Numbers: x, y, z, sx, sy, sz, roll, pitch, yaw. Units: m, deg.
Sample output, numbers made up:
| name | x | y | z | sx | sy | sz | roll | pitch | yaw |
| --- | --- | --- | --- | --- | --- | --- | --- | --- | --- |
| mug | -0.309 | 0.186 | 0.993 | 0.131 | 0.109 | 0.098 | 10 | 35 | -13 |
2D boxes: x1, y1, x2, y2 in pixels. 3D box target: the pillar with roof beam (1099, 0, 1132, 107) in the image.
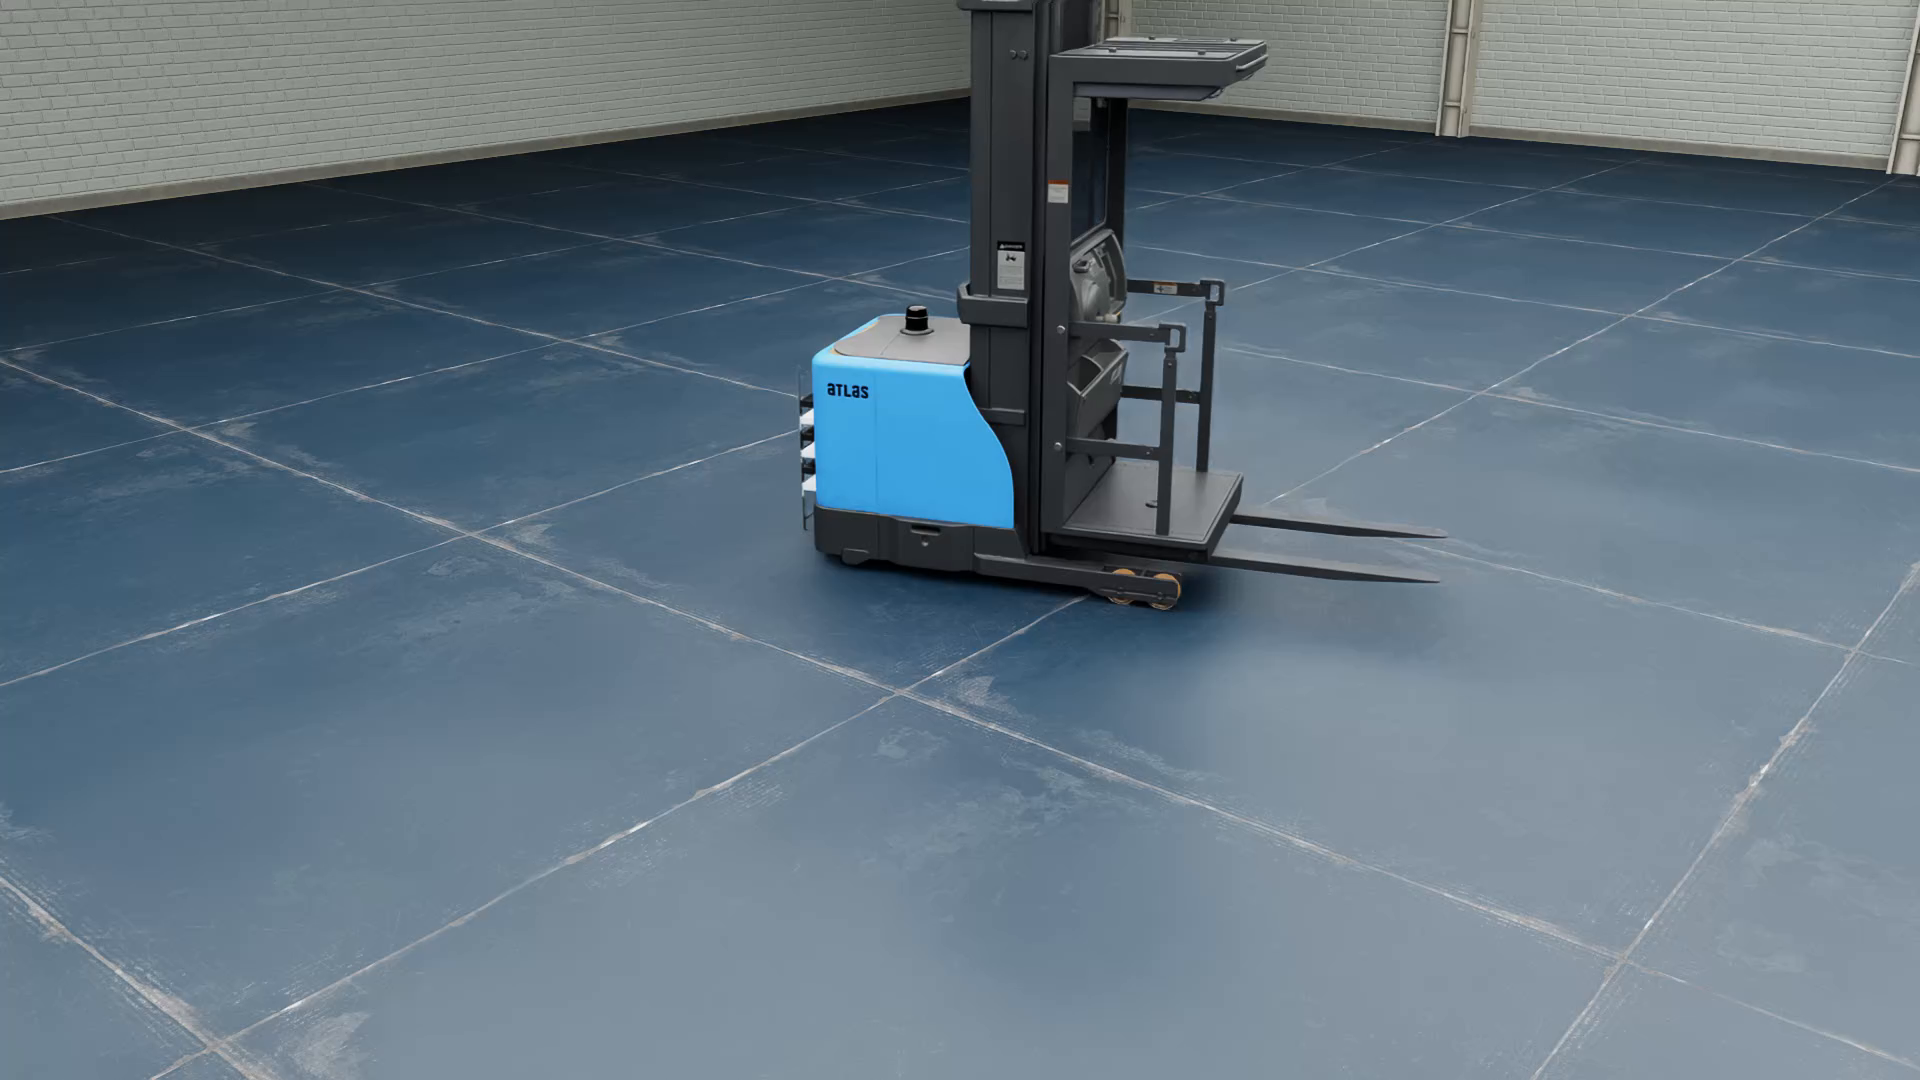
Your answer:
| name | x | y | z | sx | sy | sz | roll | pitch | yaw |
| --- | --- | --- | --- | --- | --- | --- | --- | --- | --- |
| pillar with roof beam | -0.143 | -10.314 | 23.265 | 0.400 | 9.000 | 9.100 | 16 | 26 | 36 |

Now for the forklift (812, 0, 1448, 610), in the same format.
| name | x | y | z | sx | sy | sz | roll | pitch | yaw |
| --- | --- | --- | --- | --- | --- | --- | --- | --- | --- |
| forklift | 0.844 | -1.255 | 7.842 | 3.031 | 2.935 | 1.130 | 7 | 22 | 17 |

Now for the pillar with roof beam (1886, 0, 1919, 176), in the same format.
| name | x | y | z | sx | sy | sz | roll | pitch | yaw |
| --- | --- | --- | --- | --- | --- | --- | --- | --- | --- |
| pillar with roof beam | 9.153 | -7.637 | 16.166 | 0.400 | 9.000 | 9.100 | 16 | 26 | 36 |

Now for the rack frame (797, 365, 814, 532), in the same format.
| name | x | y | z | sx | sy | sz | roll | pitch | yaw |
| --- | --- | --- | --- | --- | --- | --- | --- | --- | --- |
| rack frame | -0.788 | -0.504 | 8.730 | 0.006 | 0.900 | 0.240 | 7 | 22 | 17 |

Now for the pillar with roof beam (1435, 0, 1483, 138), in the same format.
| name | x | y | z | sx | sy | sz | roll | pitch | yaw |
| --- | --- | --- | --- | --- | --- | --- | --- | --- | --- |
| pillar with roof beam | 4.505 | -8.975 | 19.715 | 0.400 | 9.000 | 9.100 | 16 | 26 | 36 |

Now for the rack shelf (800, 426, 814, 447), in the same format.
| name | x | y | z | sx | sy | sz | roll | pitch | yaw |
| --- | --- | --- | --- | --- | --- | --- | --- | --- | --- |
| rack shelf | -0.691 | -0.546 | 8.680 | 0.200 | 0.077 | 0.258 | 7 | 22 | 17 |

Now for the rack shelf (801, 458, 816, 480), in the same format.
| name | x | y | z | sx | sy | sz | roll | pitch | yaw |
| --- | --- | --- | --- | --- | --- | --- | --- | --- | --- |
| rack shelf | -0.691 | -0.378 | 8.744 | 0.200 | 0.077 | 0.258 | 7 | 22 | 17 |

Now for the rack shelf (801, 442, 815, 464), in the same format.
| name | x | y | z | sx | sy | sz | roll | pitch | yaw |
| --- | --- | --- | --- | --- | --- | --- | --- | --- | --- |
| rack shelf | -0.691 | -0.462 | 8.712 | 0.200 | 0.077 | 0.258 | 7 | 22 | 17 |

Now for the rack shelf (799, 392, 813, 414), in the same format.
| name | x | y | z | sx | sy | sz | roll | pitch | yaw |
| --- | --- | --- | --- | --- | --- | --- | --- | --- | --- |
| rack shelf | -0.691 | -0.715 | 8.617 | 0.200 | 0.077 | 0.258 | 7 | 22 | 17 |

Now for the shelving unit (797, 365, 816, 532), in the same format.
| name | x | y | z | sx | sy | sz | roll | pitch | yaw |
| --- | --- | --- | --- | --- | --- | --- | --- | --- | --- |
| shelving unit | -0.691 | -0.493 | 8.700 | 0.210 | 0.900 | 0.258 | 7 | 22 | 17 |

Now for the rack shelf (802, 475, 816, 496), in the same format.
| name | x | y | z | sx | sy | sz | roll | pitch | yaw |
| --- | --- | --- | --- | --- | --- | --- | --- | --- | --- |
| rack shelf | -0.691 | -0.294 | 8.776 | 0.200 | 0.077 | 0.258 | 7 | 22 | 17 |

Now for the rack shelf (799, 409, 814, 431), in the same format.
| name | x | y | z | sx | sy | sz | roll | pitch | yaw |
| --- | --- | --- | --- | --- | --- | --- | --- | --- | --- |
| rack shelf | -0.691 | -0.630 | 8.649 | 0.200 | 0.077 | 0.258 | 7 | 22 | 17 |
